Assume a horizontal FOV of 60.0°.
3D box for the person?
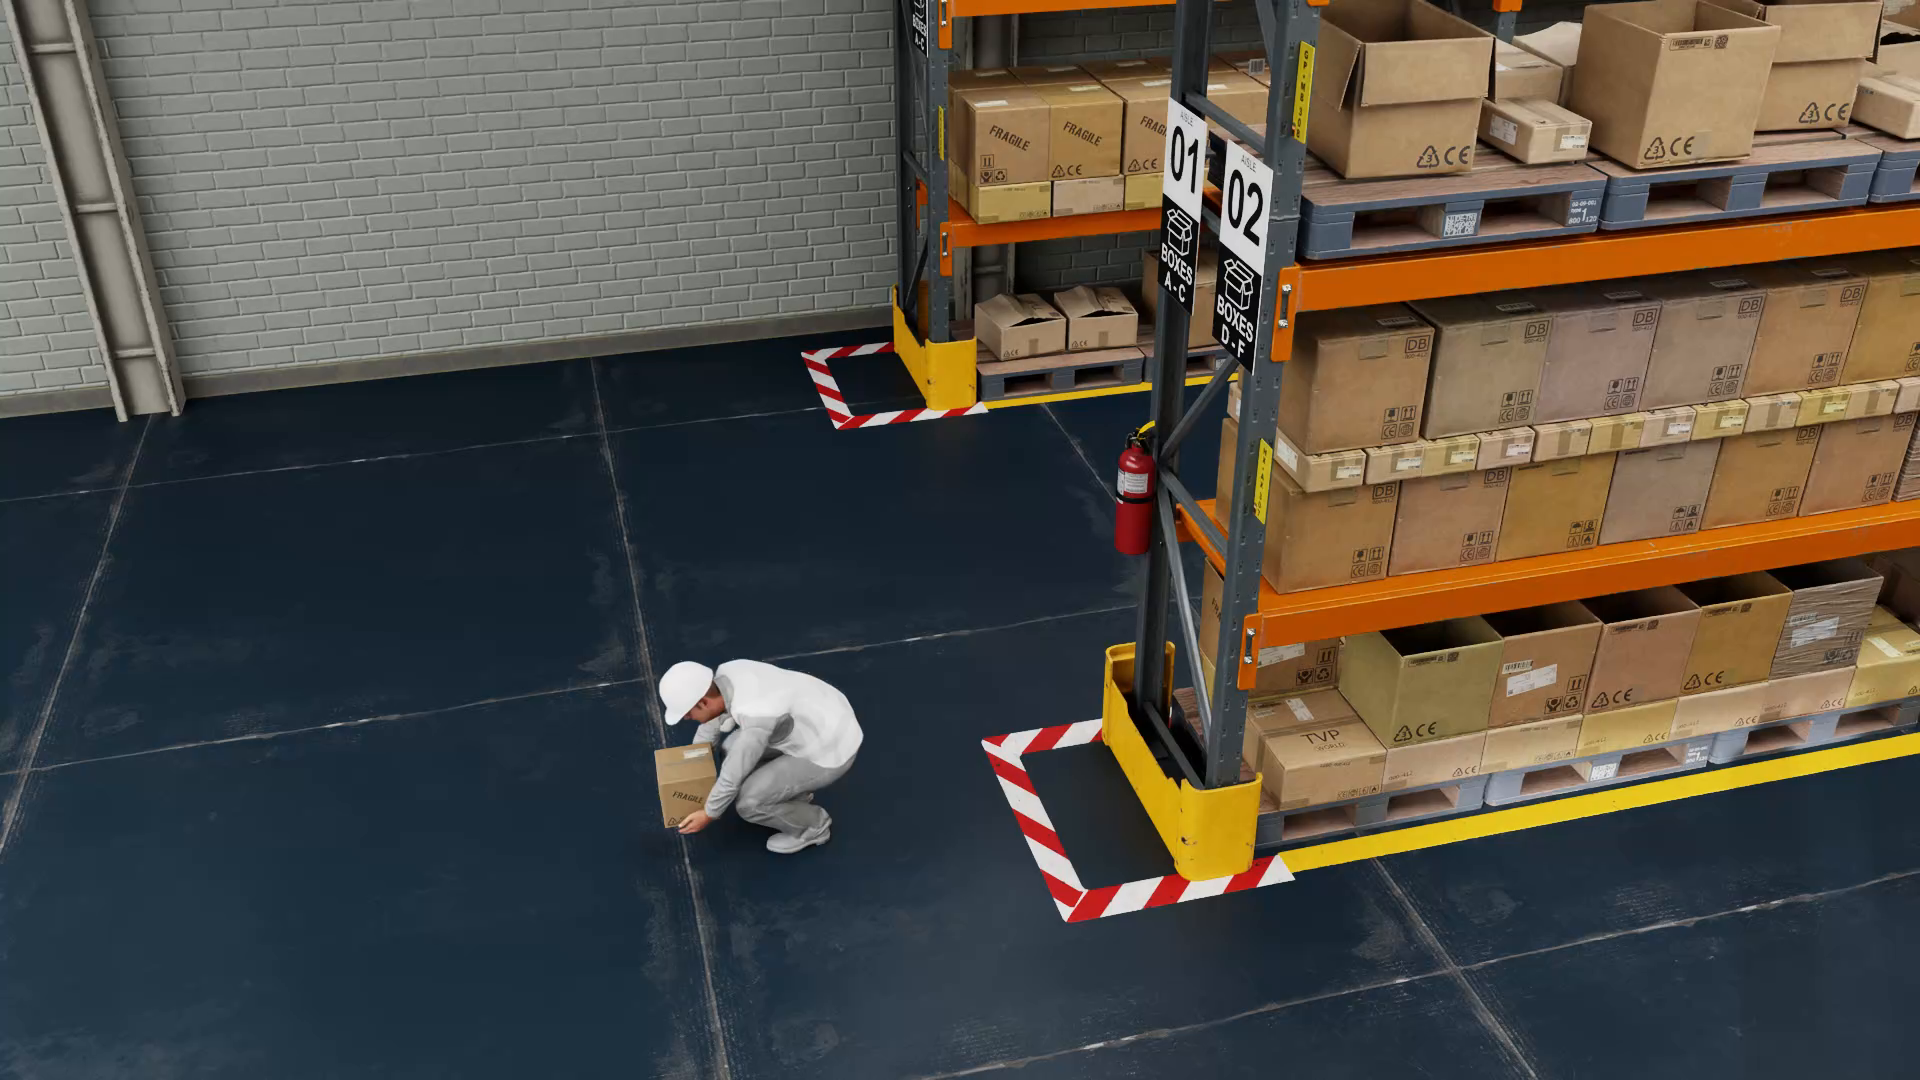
[{"bbox_3d":[-0.872,0.911,7.404,0.870,1.014,0.530,-8,31,-13],"label":"person"}]
